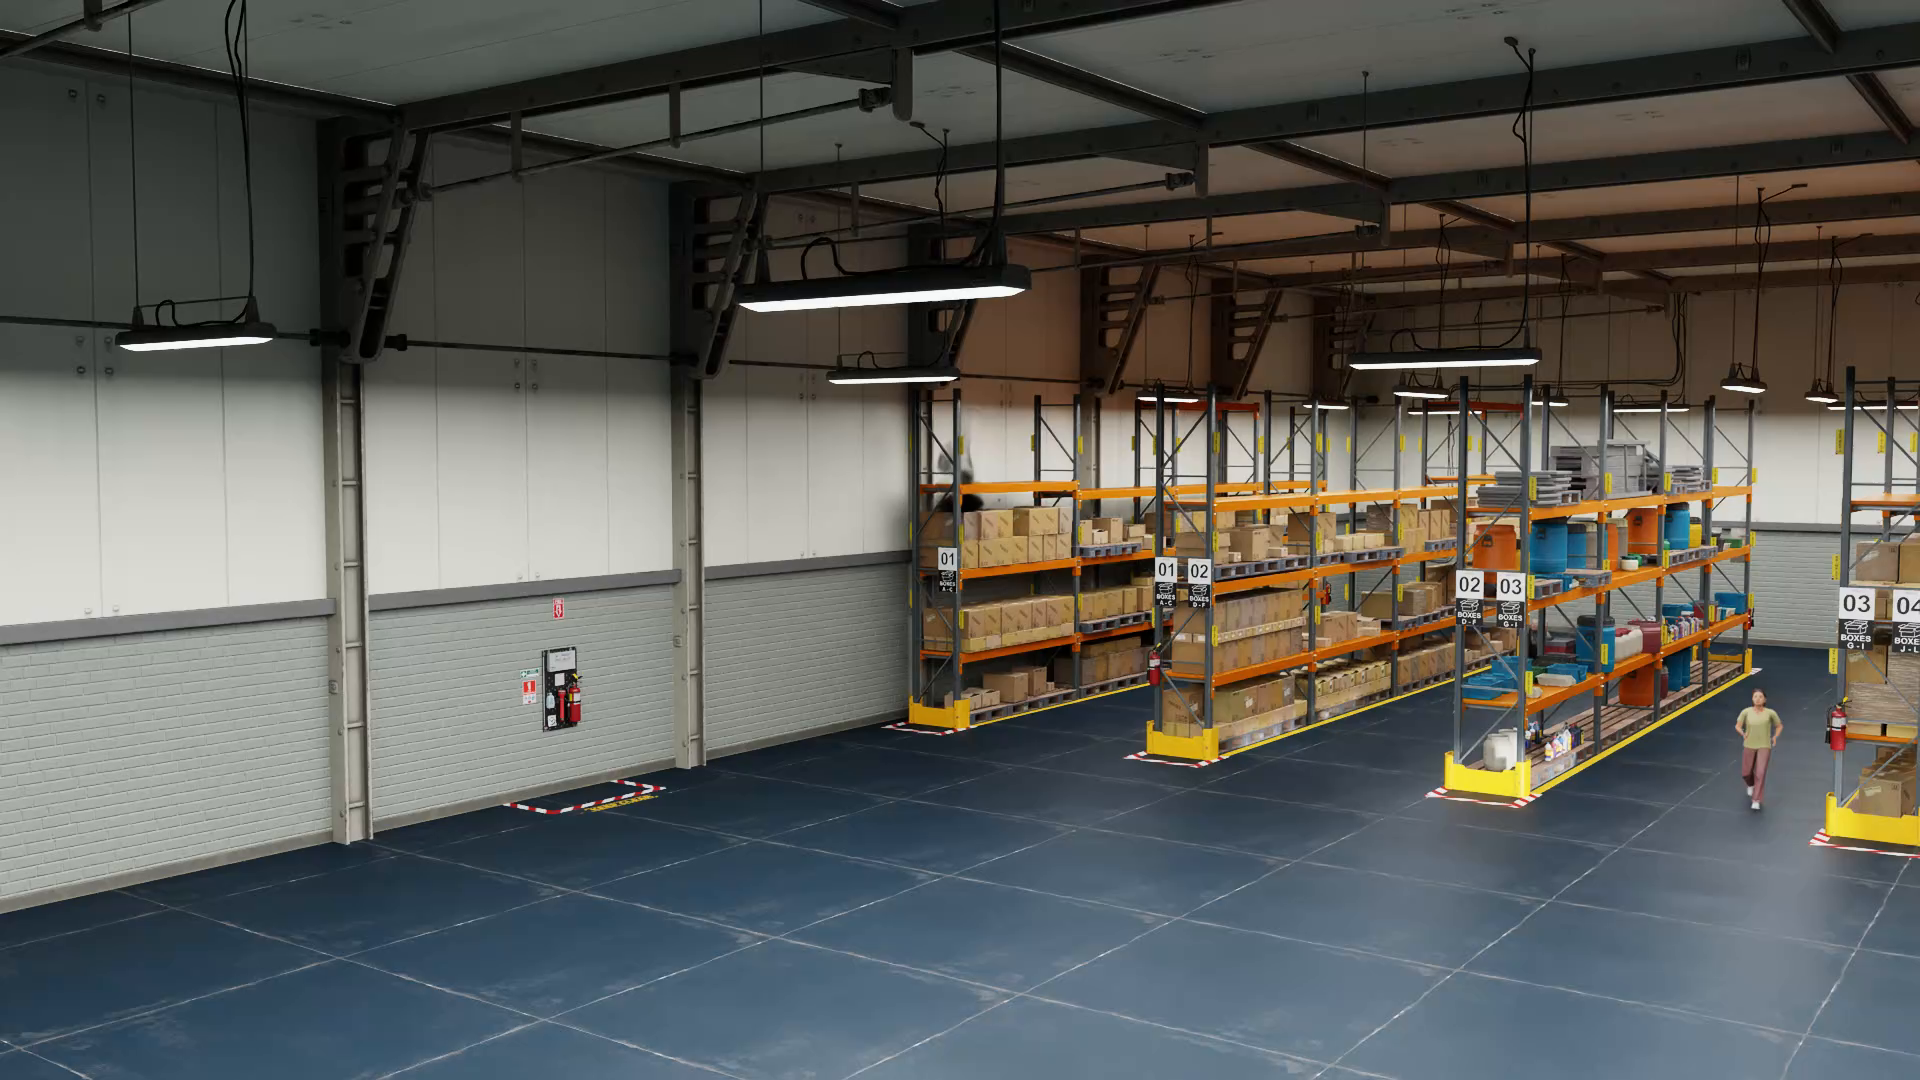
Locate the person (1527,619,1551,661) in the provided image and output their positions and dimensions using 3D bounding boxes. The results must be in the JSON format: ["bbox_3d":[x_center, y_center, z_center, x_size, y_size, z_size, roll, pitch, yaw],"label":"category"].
[{"bbox_3d":[11.111,2.337,31.954,0.648,1.694,0.925,2,4,33],"label":"person"}]

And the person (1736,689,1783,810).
[{"bbox_3d":[11.051,2.873,23.018,0.588,1.628,0.758,2,4,30],"label":"person"}]
